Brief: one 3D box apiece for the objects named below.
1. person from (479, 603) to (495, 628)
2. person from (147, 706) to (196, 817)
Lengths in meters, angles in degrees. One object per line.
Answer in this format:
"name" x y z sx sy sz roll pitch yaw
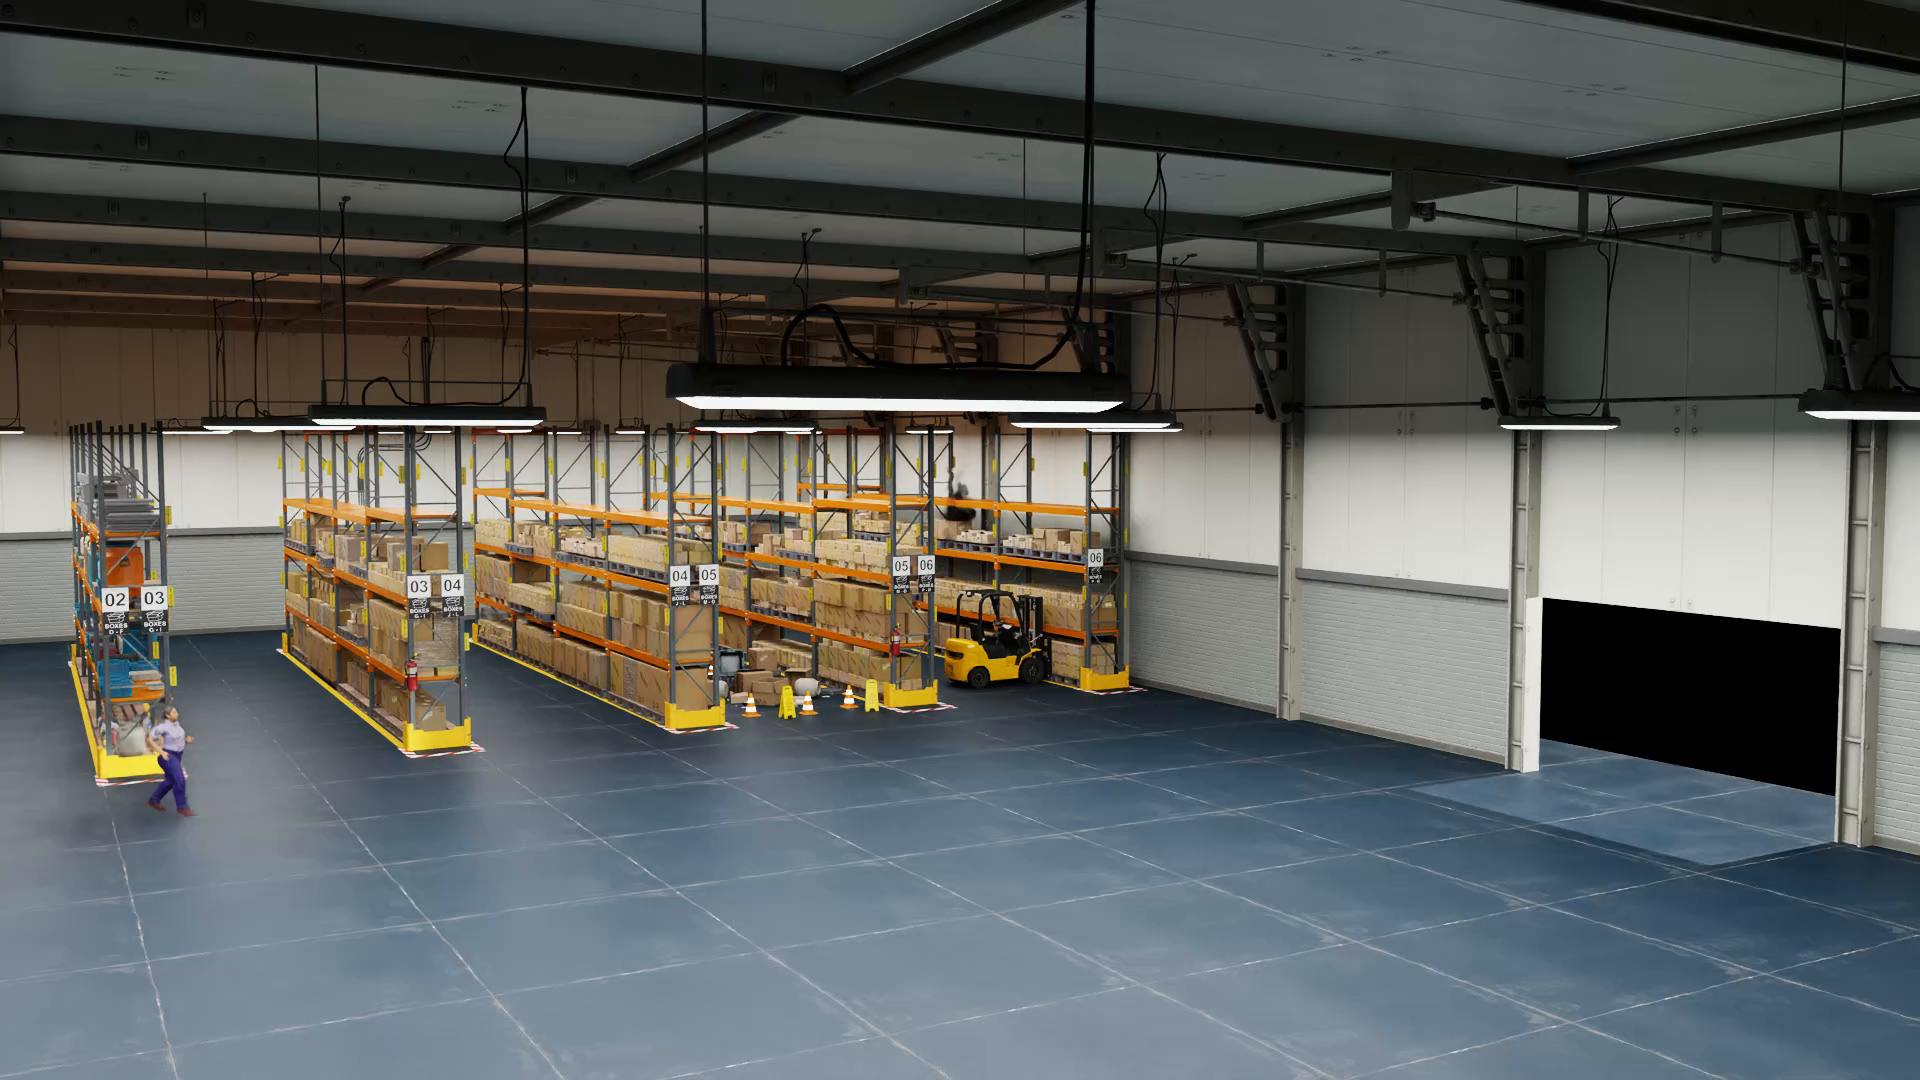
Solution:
"person" -13.653 1.939 47.969 0.539 1.728 0.816 3 5 42
"person" -11.947 3.347 25.144 0.778 1.687 0.595 0 4 -4
